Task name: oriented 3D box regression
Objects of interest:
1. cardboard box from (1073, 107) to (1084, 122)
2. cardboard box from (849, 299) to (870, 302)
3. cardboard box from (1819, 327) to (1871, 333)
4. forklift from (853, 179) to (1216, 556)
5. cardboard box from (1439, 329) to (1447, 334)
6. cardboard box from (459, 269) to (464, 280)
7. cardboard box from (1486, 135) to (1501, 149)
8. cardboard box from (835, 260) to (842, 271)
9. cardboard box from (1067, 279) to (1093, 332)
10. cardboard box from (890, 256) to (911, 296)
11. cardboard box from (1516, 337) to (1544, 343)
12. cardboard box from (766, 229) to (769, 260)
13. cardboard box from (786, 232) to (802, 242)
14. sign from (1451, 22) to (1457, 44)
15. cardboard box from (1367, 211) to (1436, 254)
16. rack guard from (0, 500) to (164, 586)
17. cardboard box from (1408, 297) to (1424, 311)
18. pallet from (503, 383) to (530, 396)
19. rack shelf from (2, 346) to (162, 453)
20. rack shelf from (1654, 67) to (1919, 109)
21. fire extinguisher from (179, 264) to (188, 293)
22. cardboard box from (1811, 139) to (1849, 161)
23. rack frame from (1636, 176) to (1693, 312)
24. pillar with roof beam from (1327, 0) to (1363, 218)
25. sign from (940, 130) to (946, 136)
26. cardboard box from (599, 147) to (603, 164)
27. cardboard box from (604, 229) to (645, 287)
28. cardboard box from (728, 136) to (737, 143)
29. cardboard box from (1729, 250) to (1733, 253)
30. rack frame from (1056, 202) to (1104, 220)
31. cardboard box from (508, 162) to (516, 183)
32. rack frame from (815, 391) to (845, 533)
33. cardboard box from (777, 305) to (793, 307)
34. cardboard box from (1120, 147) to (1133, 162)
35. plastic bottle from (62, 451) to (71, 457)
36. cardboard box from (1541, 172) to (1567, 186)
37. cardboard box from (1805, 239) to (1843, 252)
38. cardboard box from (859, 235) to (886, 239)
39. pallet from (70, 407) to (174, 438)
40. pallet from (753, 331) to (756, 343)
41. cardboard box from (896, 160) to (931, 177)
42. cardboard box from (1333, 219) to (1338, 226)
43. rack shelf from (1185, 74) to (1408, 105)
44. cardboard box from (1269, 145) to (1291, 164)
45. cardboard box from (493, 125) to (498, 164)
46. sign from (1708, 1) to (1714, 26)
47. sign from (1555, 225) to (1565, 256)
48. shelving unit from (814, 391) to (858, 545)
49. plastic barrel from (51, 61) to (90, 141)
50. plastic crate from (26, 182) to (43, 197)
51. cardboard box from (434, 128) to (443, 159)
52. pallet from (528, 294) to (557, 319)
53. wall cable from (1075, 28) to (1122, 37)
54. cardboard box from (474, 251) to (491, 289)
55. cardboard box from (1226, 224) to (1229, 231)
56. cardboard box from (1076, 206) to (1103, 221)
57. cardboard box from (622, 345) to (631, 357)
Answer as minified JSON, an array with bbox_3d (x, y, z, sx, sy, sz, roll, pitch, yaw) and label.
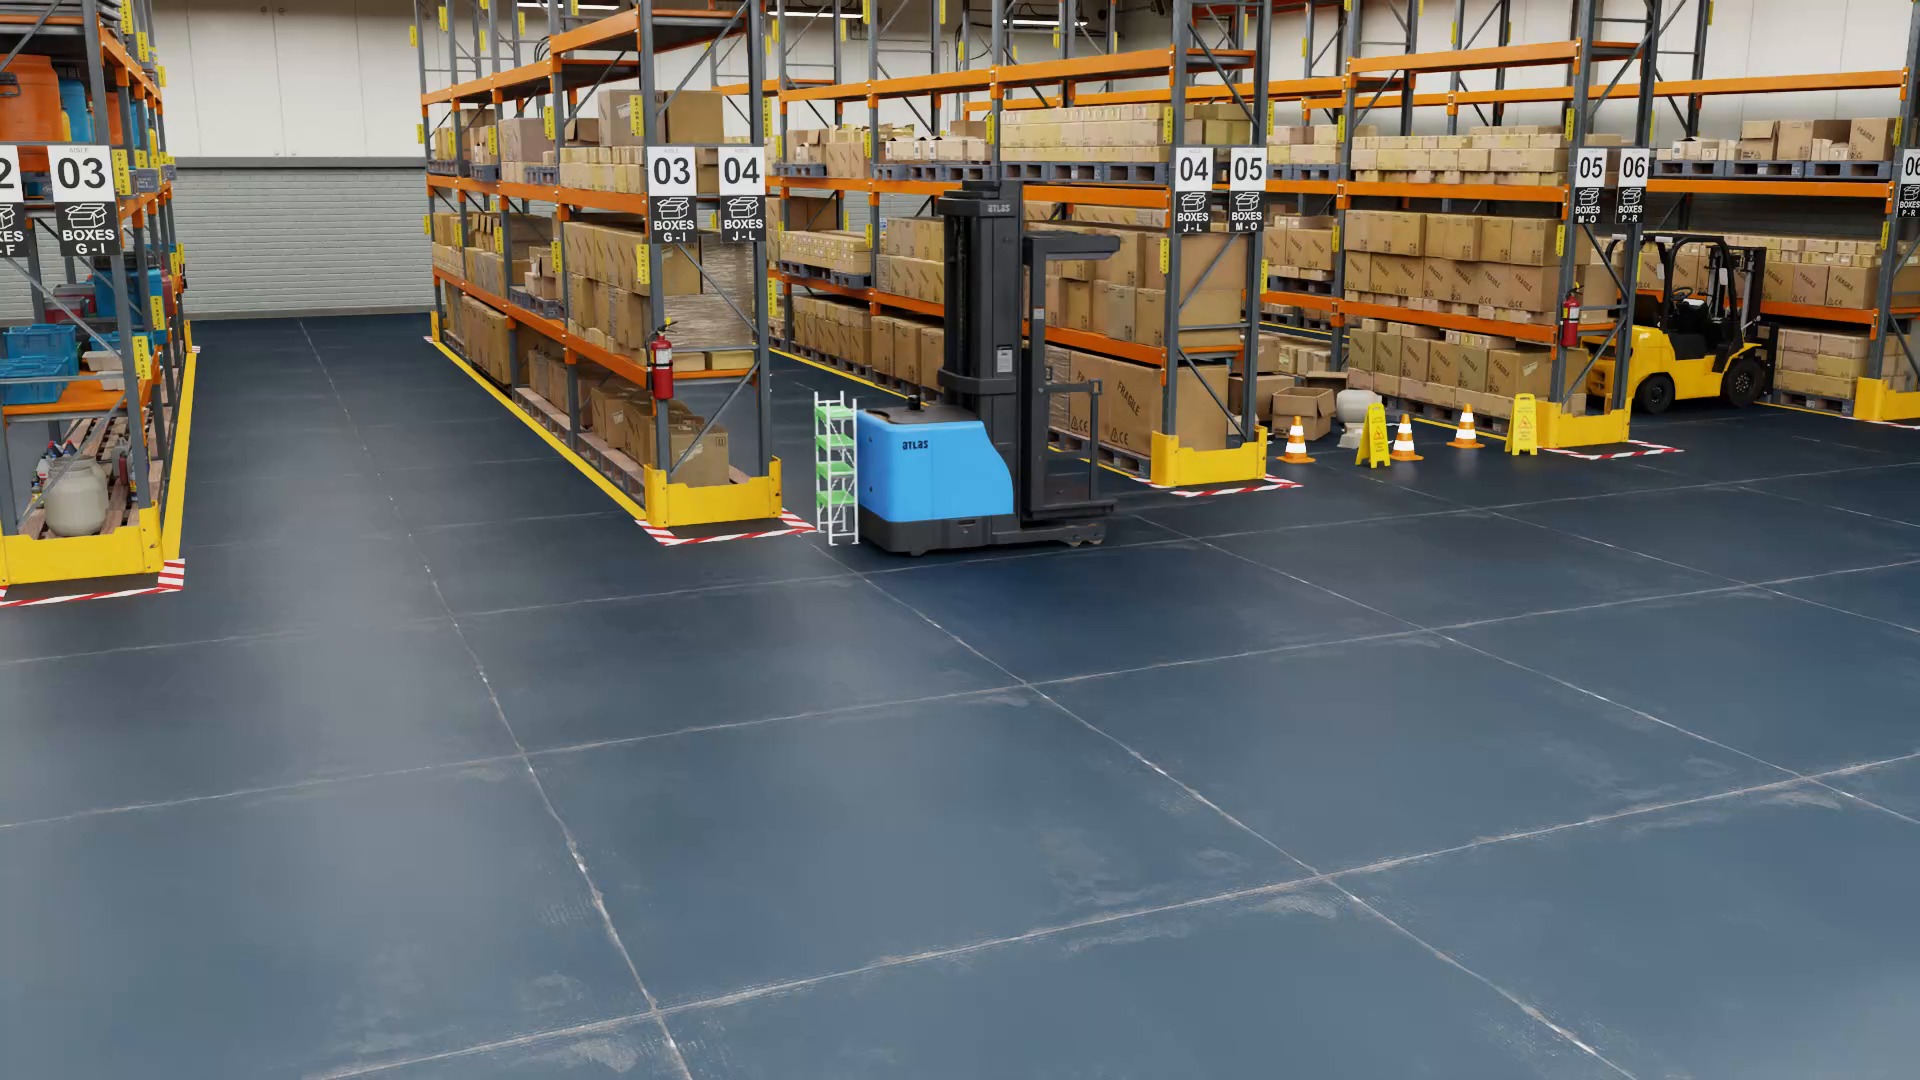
[{"bbox_3d":[1.391,-4.400,17.211,0.380,0.149,0.250,-6,14,-23],"label":"cardboard box"},{"bbox_3d":[-1.411,-3.550,25.505,0.500,0.250,0.500,-6,14,-25],"label":"cardboard box"},{"bbox_3d":[11.267,-2.553,21.199,0.500,0.250,0.500,-6,14,-23],"label":"cardboard box"},{"bbox_3d":[0.670,-1.485,13.787,3.031,2.935,1.130,-5,14,-20],"label":"forklift"},{"bbox_3d":[6.029,-2.387,21.033,0.500,0.500,0.500,-5,14,-22],"label":"cardboard box"},{"bbox_3d":[-7.367,-4.028,25.179,0.380,0.149,0.250,-6,14,-23],"label":"cardboard box"},{"bbox_3d":[6.204,-4.520,18.882,0.380,0.149,0.250,-6,14,-23],"label":"cardboard box"},{"bbox_3d":[-1.577,-3.965,23.974,0.380,0.149,0.250,-5,14,-22],"label":"cardboard box"},{"bbox_3d":[1.658,-2.555,17.924,0.875,0.550,0.500,-6,14,-23],"label":"cardboard box"},{"bbox_3d":[-0.618,-3.545,22.311,0.500,0.500,0.500,-6,14,-24],"label":"cardboard box"},{"bbox_3d":[9.061,-3.279,25.720,0.875,0.625,0.625,-6,14,-25],"label":"cardboard box"},{"bbox_3d":[-3.019,-4.920,27.592,0.500,0.500,0.500,-6,14,-25],"label":"cardboard box"},{"bbox_3d":[-2.506,-4.736,25.988,0.380,0.149,0.250,-5,14,-21],"label":"cardboard box"},{"bbox_3d":[7.791,-8.000,26.232,0.100,0.325,0.005,-6,14,-23],"label":"sign"},{"bbox_3d":[5.502,-3.822,20.633,0.700,0.500,0.500,-6,14,-23],"label":"cardboard box"},{"bbox_3d":[-6.749,0.016,12.692,1.175,0.500,0.348,-6,14,-23],"label":"rack guard"},{"bbox_3d":[5.676,-2.878,20.208,0.380,0.149,0.250,-6,14,-23],"label":"cardboard box"},{"bbox_3d":[-5.589,-2.102,22.483,1.003,0.211,1.213,-6,14,-23],"label":"pallet"},{"bbox_3d":[-7.477,-1.253,14.227,1.077,0.370,4.000,-6,14,-23],"label":"rack shelf"},{"bbox_3d":[10.688,-5.773,21.337,1.077,0.370,4.000,-6,14,-23],"label":"rack shelf"},{"bbox_3d":[-12.729,-4.349,27.006,0.296,0.674,0.183,-6,14,-23],"label":"fire extinguisher"},{"bbox_3d":[10.777,-4.827,20.568,0.396,0.266,0.258,-6,14,-23],"label":"cardboard box"},{"bbox_3d":[9.887,-3.808,23.672,1.000,3.000,0.127,-6,14,-23],"label":"rack frame"},{"bbox_3d":[3.285,-8.220,29.431,9.100,9.000,0.400,-6,14,-23],"label":"pillar with roof beam"},{"bbox_3d":[-0.245,-5.518,23.085,0.100,0.325,0.005,-6,14,-23],"label":"sign"},{"bbox_3d":[-3.201,-3.636,15.722,0.380,0.149,0.250,-5,14,-22],"label":"cardboard box"},{"bbox_3d":[-2.988,-2.616,15.422,0.500,0.500,0.500,-6,14,-23],"label":"cardboard box"},{"bbox_3d":[-3.816,-6.942,28.899,0.380,0.149,0.250,-5,14,-22],"label":"cardboard box"},{"bbox_3d":[10.260,-3.816,22.047,0.380,0.149,0.250,-6,14,-25],"label":"cardboard box"},{"bbox_3d":[2.136,-5.012,28.873,1.000,3.000,0.127,-6,14,-23],"label":"rack frame"},{"bbox_3d":[-5.182,-4.453,20.137,0.500,0.250,0.500,-5,14,-22],"label":"cardboard box"},{"bbox_3d":[-1.095,-0.654,14.036,0.240,1.200,0.015,-4,14,-16],"label":"rack frame"},{"bbox_3d":[-3.018,-3.860,27.968,0.380,0.149,0.250,-5,14,-21],"label":"cardboard box"},{"bbox_3d":[1.800,-3.800,16.390,0.380,0.149,0.250,-5,14,-22],"label":"cardboard box"},{"bbox_3d":[-8.166,-0.679,15.225,0.097,0.271,0.097,0,13,0],"label":"plastic bottle"},{"bbox_3d":[6.543,-3.920,18.061,0.380,0.149,0.250,-6,14,-23],"label":"cardboard box"},{"bbox_3d":[10.864,-3.705,20.904,0.380,0.149,0.250,-6,14,-23],"label":"cardboard box"},{"bbox_3d":[-1.293,-4.474,24.855,0.380,0.149,0.250,-5,14,-21],"label":"cardboard box"},{"bbox_3d":[-9.606,-1.321,19.110,1.003,0.211,1.213,-6,14,-23],"label":"pallet"},{"bbox_3d":[-3.153,-3.574,28.842,1.003,0.211,1.213,-6,14,-23],"label":"pallet"},{"bbox_3d":[-0.742,-5.370,23.545,0.500,0.500,0.500,-6,14,-23],"label":"cardboard box"},{"bbox_3d":[6.878,-5.487,29.774,0.700,0.500,0.500,-5,14,-22],"label":"cardboard box"},{"bbox_3d":[4.539,-6.150,22.967,1.077,0.370,4.000,-6,14,-23],"label":"rack shelf"},{"bbox_3d":[4.572,-5.270,22.737,0.500,0.250,0.500,-5,14,-22],"label":"cardboard box"},{"bbox_3d":[-5.653,-5.126,21.554,0.797,0.503,0.637,-5,14,-20],"label":"cardboard box"},{"bbox_3d":[10.405,-7.308,23.068,0.100,0.325,0.005,-6,14,-23],"label":"sign"},{"bbox_3d":[6.426,-3.205,17.796,0.100,0.325,0.005,-6,14,-23],"label":"sign"},{"bbox_3d":[-1.028,-0.601,13.808,0.258,1.200,0.503,-4,14,-16],"label":"shelving unit"},{"bbox_3d":[-7.978,-3.712,14.559,0.600,0.901,0.708,-6,14,-23],"label":"plastic barrel"},{"bbox_3d":[-7.716,-3.011,13.609,0.392,0.384,0.575,-6,14,-23],"label":"plastic crate"},{"bbox_3d":[-8.174,-6.477,27.176,0.700,0.500,0.500,-6,14,-25],"label":"cardboard box"},{"bbox_3d":[-4.512,-2.792,19.706,1.003,0.211,1.213,-6,14,-23],"label":"pallet"},{"bbox_3d":[3.992,-13.202,38.619,2.988,3.039,0.133,-6,14,-23],"label":"wall cable"},{"bbox_3d":[-6.587,-3.841,23.591,0.500,0.500,0.500,-6,14,-24],"label":"cardboard box"},{"bbox_3d":[4.140,-4.254,23.785,0.500,0.500,0.500,-5,14,-22],"label":"cardboard box"},{"bbox_3d":[2.278,-5.328,27.801,0.500,0.500,0.500,-6,14,-23],"label":"cardboard box"},{"bbox_3d":[-2.957,-1.812,15.605,0.380,0.149,0.250,-6,14,-23],"label":"cardboard box"}]
